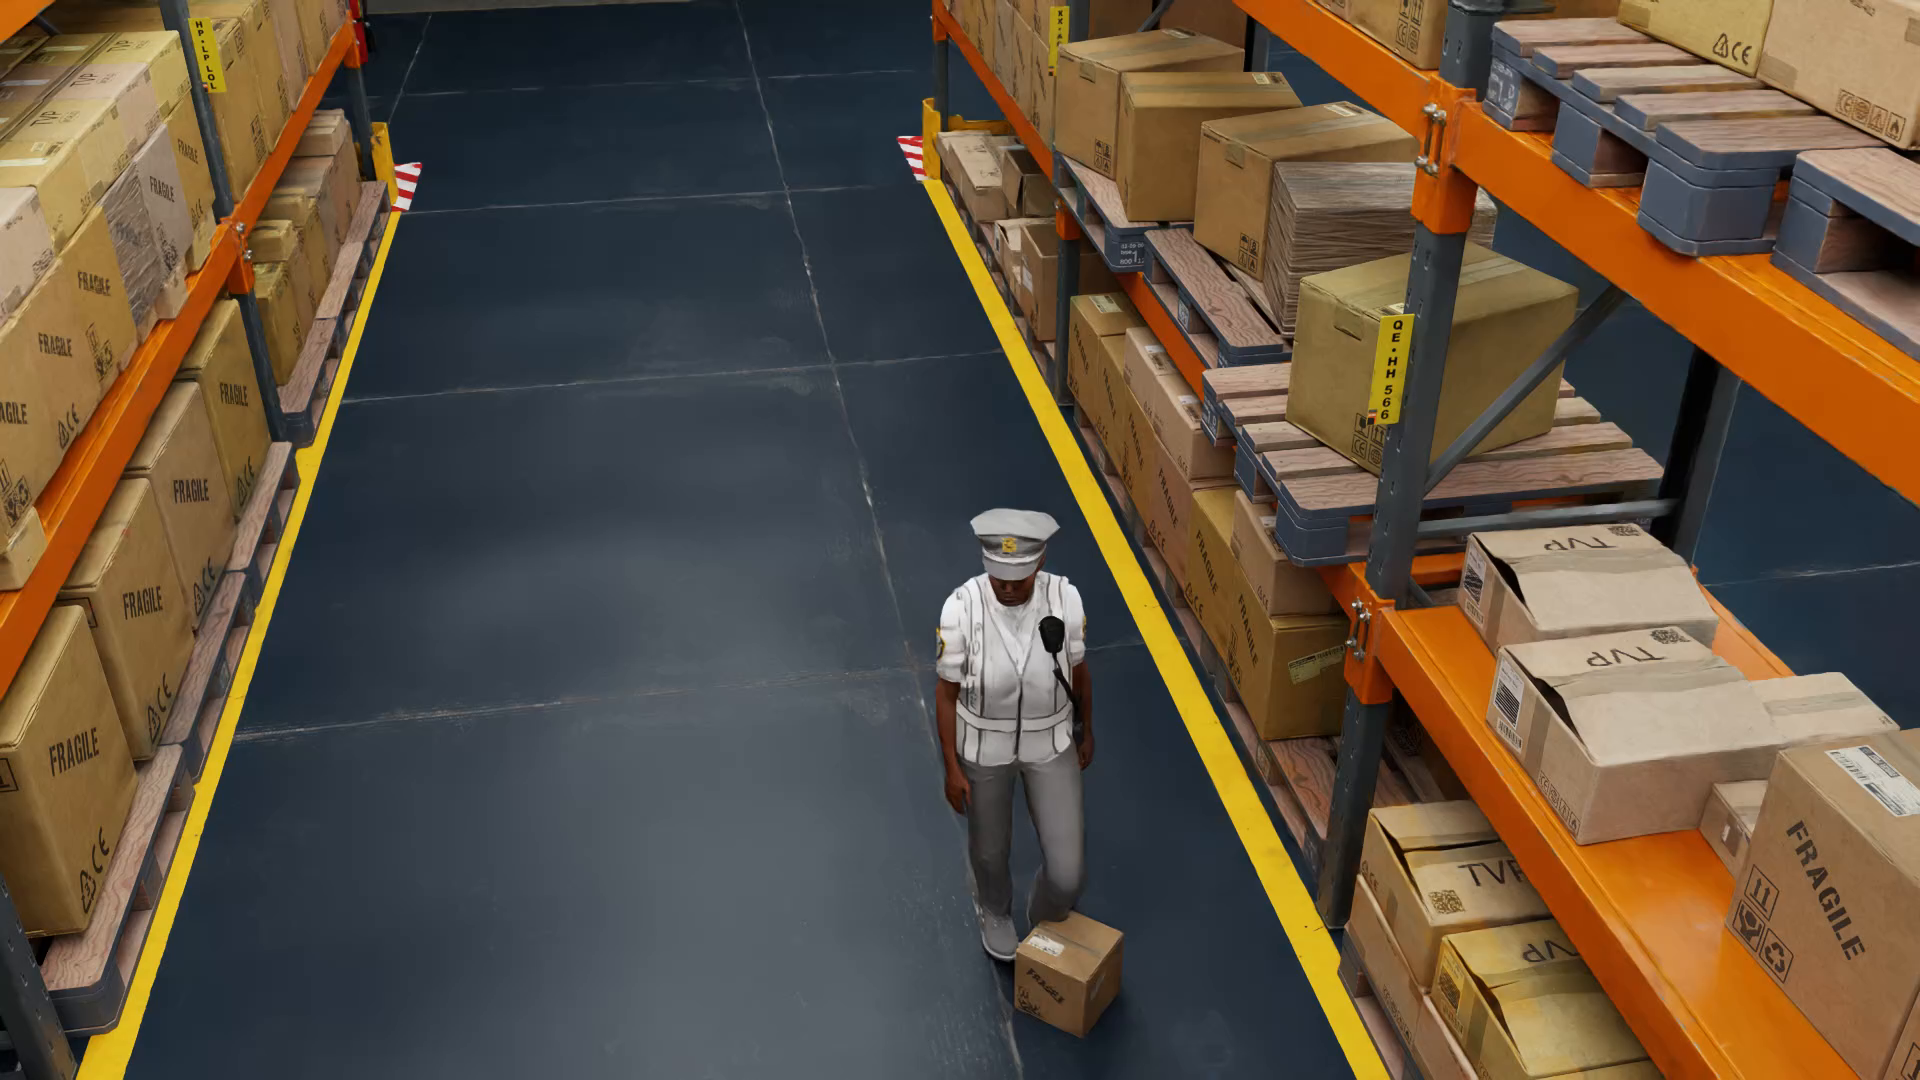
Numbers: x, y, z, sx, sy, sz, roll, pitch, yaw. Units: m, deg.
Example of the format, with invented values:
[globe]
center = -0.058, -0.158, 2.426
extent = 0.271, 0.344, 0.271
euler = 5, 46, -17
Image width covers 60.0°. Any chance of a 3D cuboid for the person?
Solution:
[person]
center = 0.176, 0.658, 5.021
extent = 0.497, 1.705, 0.481
euler = -1, 31, -2
